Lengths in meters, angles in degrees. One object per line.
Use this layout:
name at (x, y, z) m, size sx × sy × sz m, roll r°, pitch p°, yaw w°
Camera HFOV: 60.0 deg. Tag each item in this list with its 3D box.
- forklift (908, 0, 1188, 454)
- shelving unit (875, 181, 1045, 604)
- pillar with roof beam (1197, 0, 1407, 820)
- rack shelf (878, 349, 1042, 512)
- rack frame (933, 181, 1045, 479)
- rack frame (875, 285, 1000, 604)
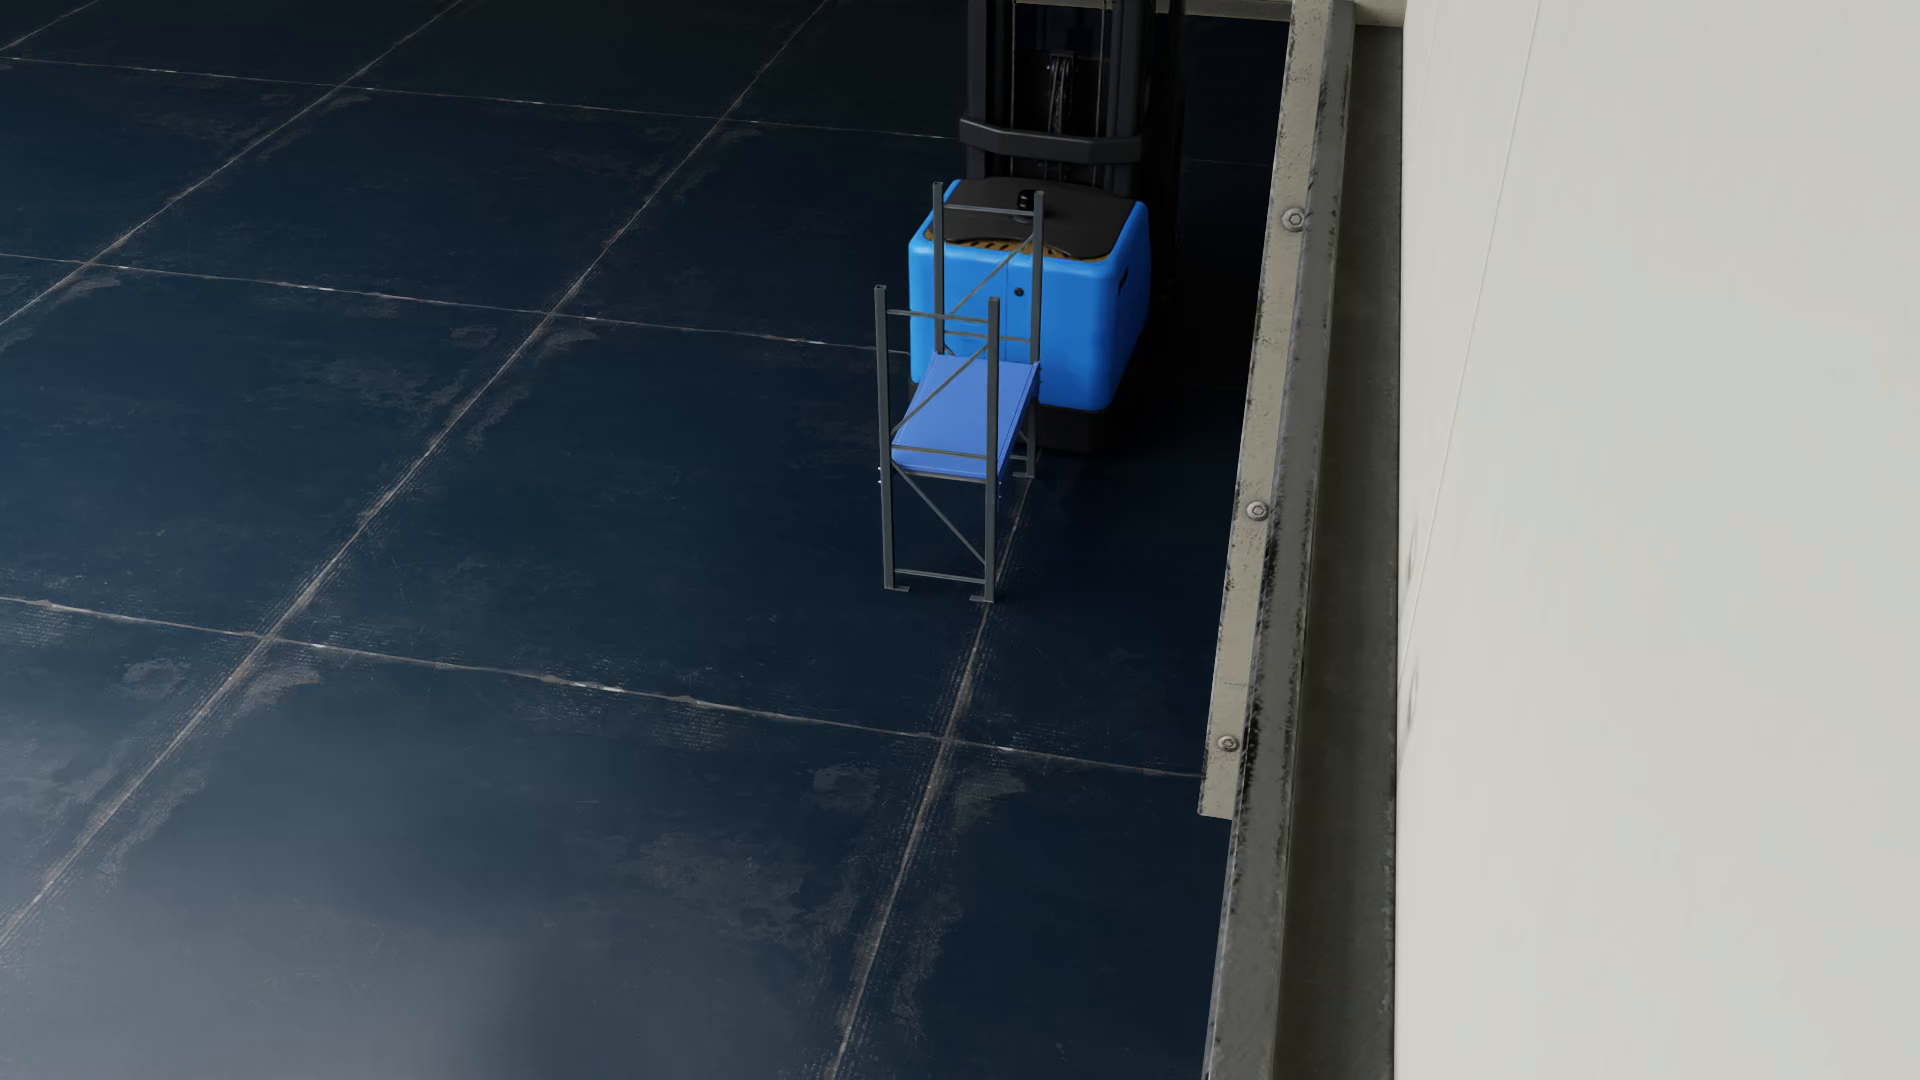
forklift at (0.642, -2.478, 8.671) m, size 1.130 × 2.935 × 3.031 m, roll 10°, pitch 37°, yaw 13°
shelving unit at (0.018, -0.656, 7.377) m, size 0.538 × 1.500 × 1.048 m, roll 7°, pitch 37°, yaw 10°
pillar with roof beam at (-3.111, -3.237, 4.548) m, size 9.100 × 9.000 × 0.400 m, roll 7°, pitch 37°, yaw 10°
rack shelf at (0.018, -0.511, 7.483) m, size 0.538 × 0.185 × 1.000 m, roll 7°, pitch 37°, yaw 10°
rack frame at (0.127, -0.948, 7.779) m, size 0.500 × 1.500 × 0.032 m, roll 7°, pitch 37°, yaw 10°
rack frame at (-0.090, -0.365, 6.975) m, size 0.500 × 1.500 × 0.032 m, roll 7°, pitch 37°, yaw 10°
